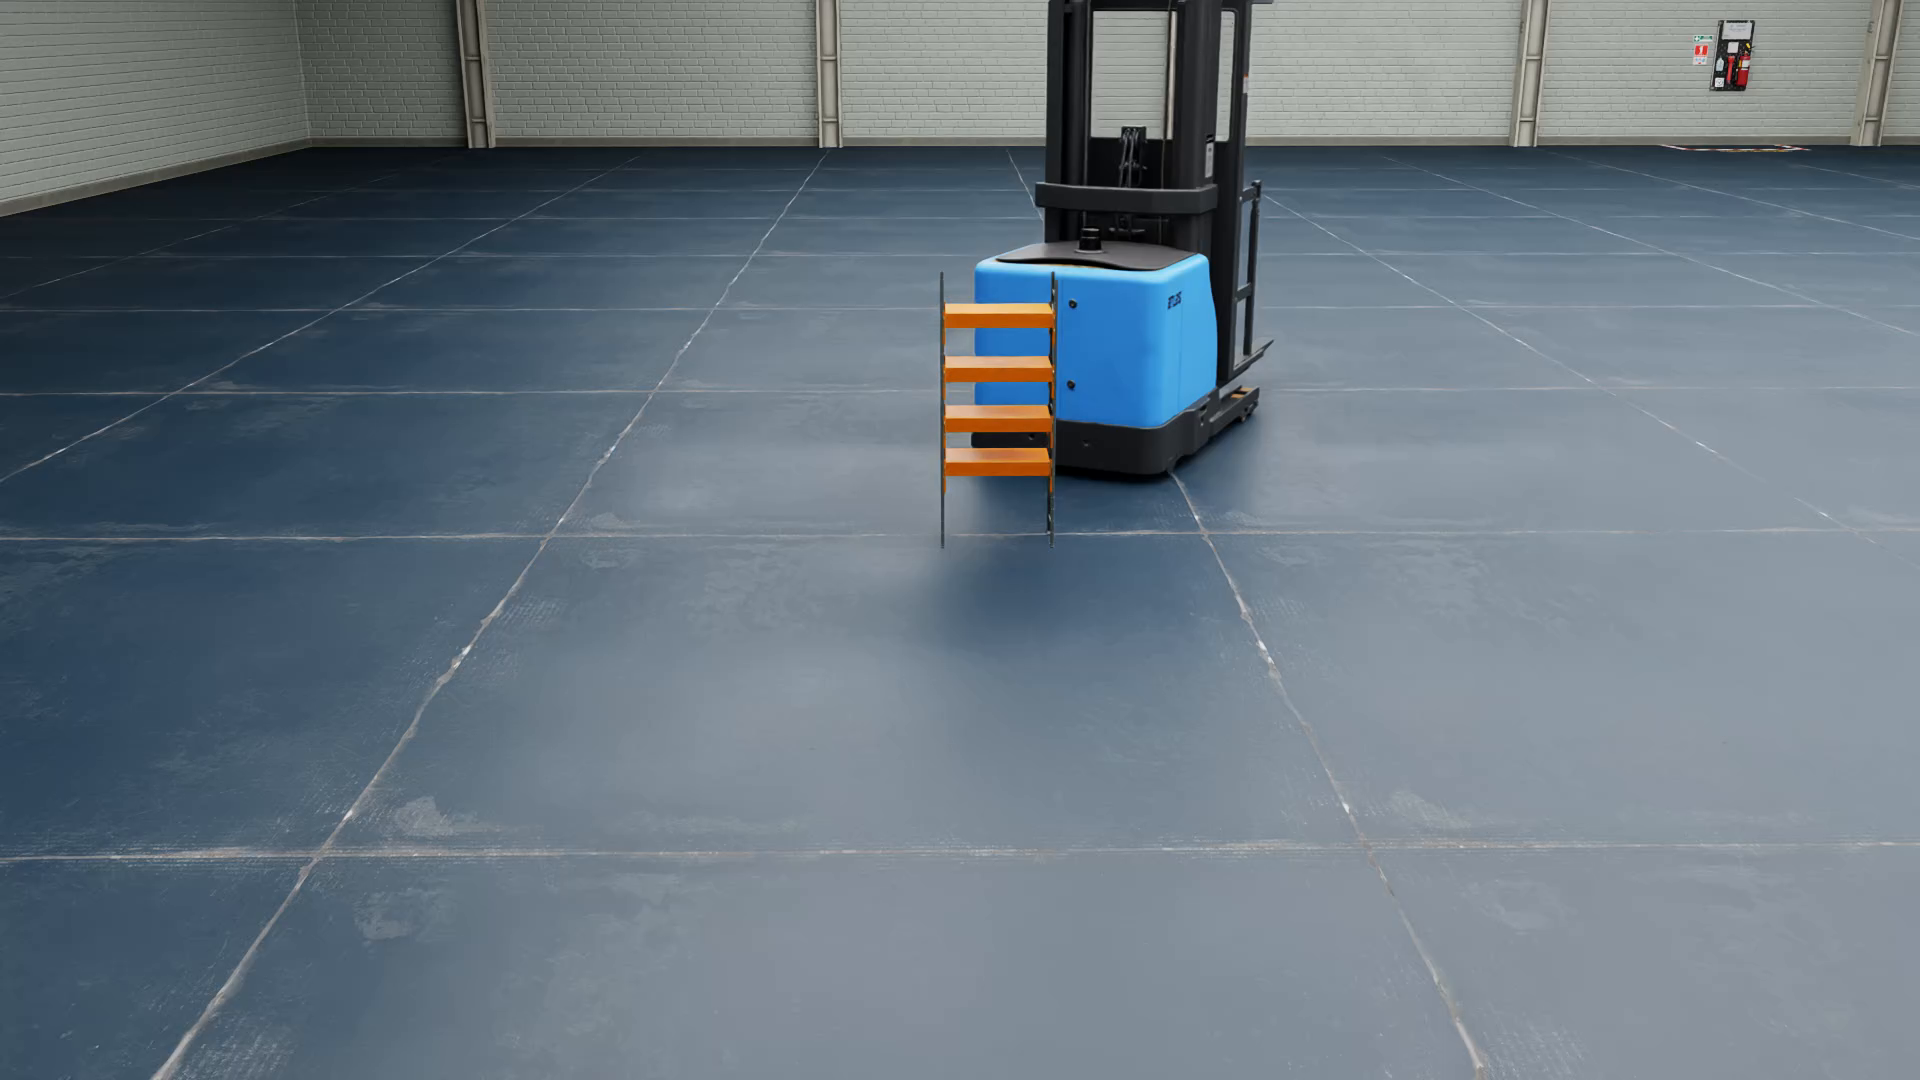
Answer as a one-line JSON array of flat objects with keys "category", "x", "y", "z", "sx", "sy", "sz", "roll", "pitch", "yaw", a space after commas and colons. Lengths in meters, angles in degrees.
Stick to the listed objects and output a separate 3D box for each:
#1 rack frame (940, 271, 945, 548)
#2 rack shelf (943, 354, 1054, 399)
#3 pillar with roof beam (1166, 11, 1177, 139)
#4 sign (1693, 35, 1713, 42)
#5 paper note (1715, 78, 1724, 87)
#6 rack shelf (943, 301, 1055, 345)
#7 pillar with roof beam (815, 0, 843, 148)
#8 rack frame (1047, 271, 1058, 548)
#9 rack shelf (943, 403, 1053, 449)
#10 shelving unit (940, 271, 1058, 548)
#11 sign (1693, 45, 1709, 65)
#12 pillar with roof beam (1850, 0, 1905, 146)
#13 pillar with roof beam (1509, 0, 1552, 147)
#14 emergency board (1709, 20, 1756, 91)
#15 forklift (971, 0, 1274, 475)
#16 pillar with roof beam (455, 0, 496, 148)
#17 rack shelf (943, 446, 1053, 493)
[{"category": "rack frame", "x": -0.078, "y": -0.571, "z": 7.363, "sx": 0.015, "sy": 1.200, "sz": 0.240, "roll": 0, "pitch": 18, "yaw": -1}, {"category": "rack shelf", "x": 0.166, "y": -0.721, "z": 7.319, "sx": 0.480, "sy": 0.148, "sz": 0.258, "roll": 0, "pitch": 18, "yaw": -1}, {"category": "pillar with roof beam", "x": 3.842, "y": -9.791, "z": 23.337, "sx": 0.400, "sy": 9.000, "sz": 9.100, "roll": 0, "pitch": 18, "yaw": -1}, {"category": "sign", "x": 12.752, "y": -8.602, "z": 28.527, "sx": 0.331, "sy": 0.109, "sz": 0.001, "roll": 0, "pitch": 18, "yaw": -1}, {"category": "paper note", "x": 13.123, "y": -7.907, "z": 28.729, "sx": 0.142, "sy": 0.148, "sz": 0.016, "roll": 0, "pitch": 18, "yaw": -1}, {"category": "rack shelf", "x": 0.166, "y": -0.946, "z": 7.247, "sx": 0.480, "sy": 0.148, "sz": 0.258, "roll": 0, "pitch": 18, "yaw": -1}, {"category": "pillar with roof beam", "x": -2.157, "y": -9.762, "z": 23.247, "sx": 0.400, "sy": 9.000, "sz": 9.100, "roll": 0, "pitch": 18, "yaw": -1}, {"category": "rack frame", "x": 0.409, "y": -0.573, "z": 7.370, "sx": 0.015, "sy": 1.200, "sz": 0.240, "roll": 0, "pitch": 18, "yaw": -1}, {"category": "rack shelf", "x": 0.166, "y": -0.508, "z": 7.387, "sx": 0.480, "sy": 0.148, "sz": 0.258, "roll": 0, "pitch": 18, "yaw": -1}, {"category": "shelving unit", "x": 0.166, "y": -0.572, "z": 7.367, "sx": 0.503, "sy": 1.200, "sz": 0.258, "roll": 0, "pitch": 18, "yaw": -1}, {"category": "sign", "x": 12.747, "y": -8.353, "z": 28.616, "sx": 0.234, "sy": 0.329, "sz": 0.001, "roll": 0, "pitch": 18, "yaw": -1}, {"category": "pillar with roof beam", "x": 15.841, "y": -9.849, "z": 23.517, "sx": 0.400, "sy": 9.000, "sz": 9.100, "roll": 0, "pitch": 18, "yaw": -1}, {"category": "pillar with roof beam", "x": 9.842, "y": -9.820, "z": 23.427, "sx": 0.400, "sy": 9.000, "sz": 9.100, "roll": 0, "pitch": 18, "yaw": -1}, {"category": "emergency board", "x": 13.302, "y": -8.307, "z": 28.532, "sx": 0.643, "sy": 1.169, "sz": 0.194, "roll": 0, "pitch": 18, "yaw": -1}, {"category": "forklift", "x": 1.128, "y": -2.130, "z": 9.389, "sx": 1.130, "sy": 2.935, "sz": 3.031, "roll": 8, "pitch": 19, "yaw": 23}, {"category": "pillar with roof beam", "x": -8.156, "y": -9.733, "z": 23.157, "sx": 0.400, "sy": 9.000, "sz": 9.100, "roll": 0, "pitch": 18, "yaw": -1}, {"category": "rack shelf", "x": 0.166, "y": -0.319, "z": 7.448, "sx": 0.480, "sy": 0.148, "sz": 0.258, "roll": 0, "pitch": 18, "yaw": -1}]
